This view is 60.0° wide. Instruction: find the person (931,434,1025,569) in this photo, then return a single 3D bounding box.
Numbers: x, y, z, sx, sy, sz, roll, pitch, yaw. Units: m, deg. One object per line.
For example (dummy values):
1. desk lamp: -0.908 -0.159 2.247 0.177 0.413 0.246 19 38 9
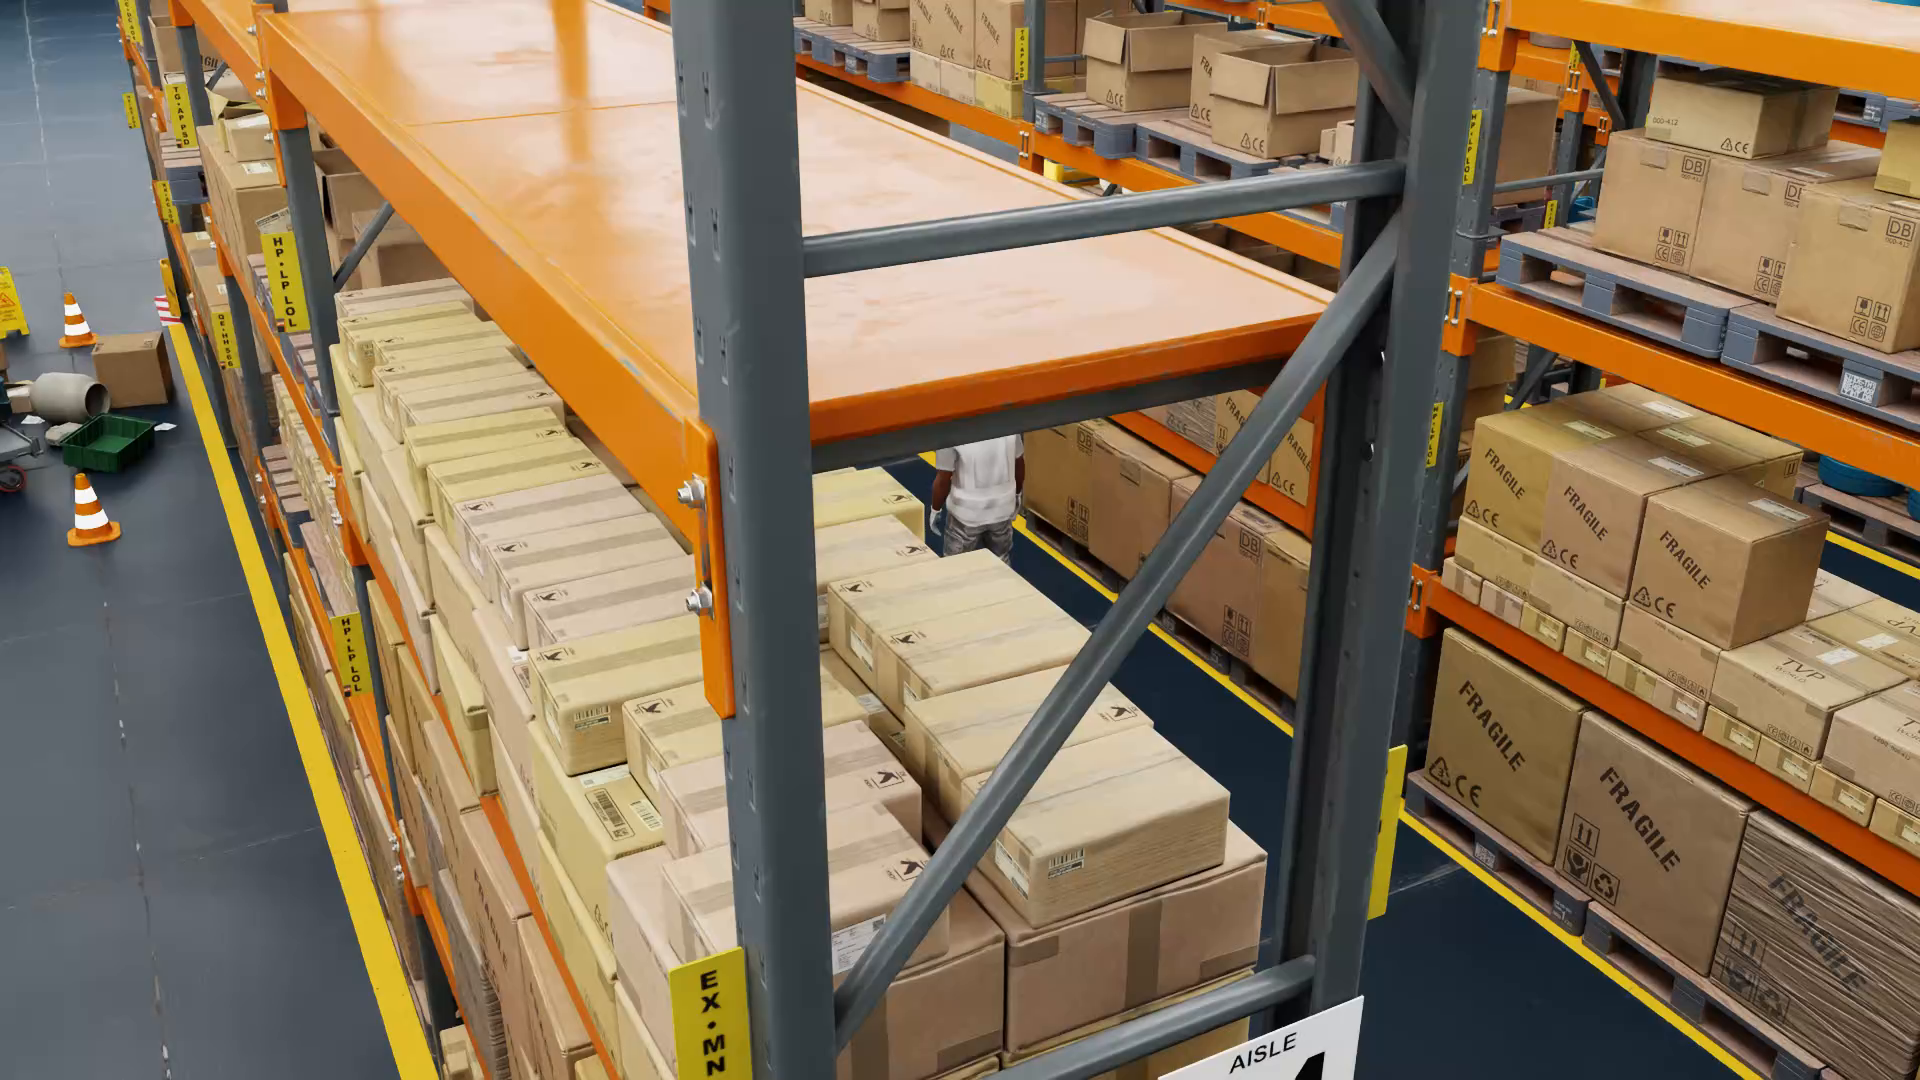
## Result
1. person: 0.110 -0.200 10.053 0.618 1.774 0.447 -13 28 -26
